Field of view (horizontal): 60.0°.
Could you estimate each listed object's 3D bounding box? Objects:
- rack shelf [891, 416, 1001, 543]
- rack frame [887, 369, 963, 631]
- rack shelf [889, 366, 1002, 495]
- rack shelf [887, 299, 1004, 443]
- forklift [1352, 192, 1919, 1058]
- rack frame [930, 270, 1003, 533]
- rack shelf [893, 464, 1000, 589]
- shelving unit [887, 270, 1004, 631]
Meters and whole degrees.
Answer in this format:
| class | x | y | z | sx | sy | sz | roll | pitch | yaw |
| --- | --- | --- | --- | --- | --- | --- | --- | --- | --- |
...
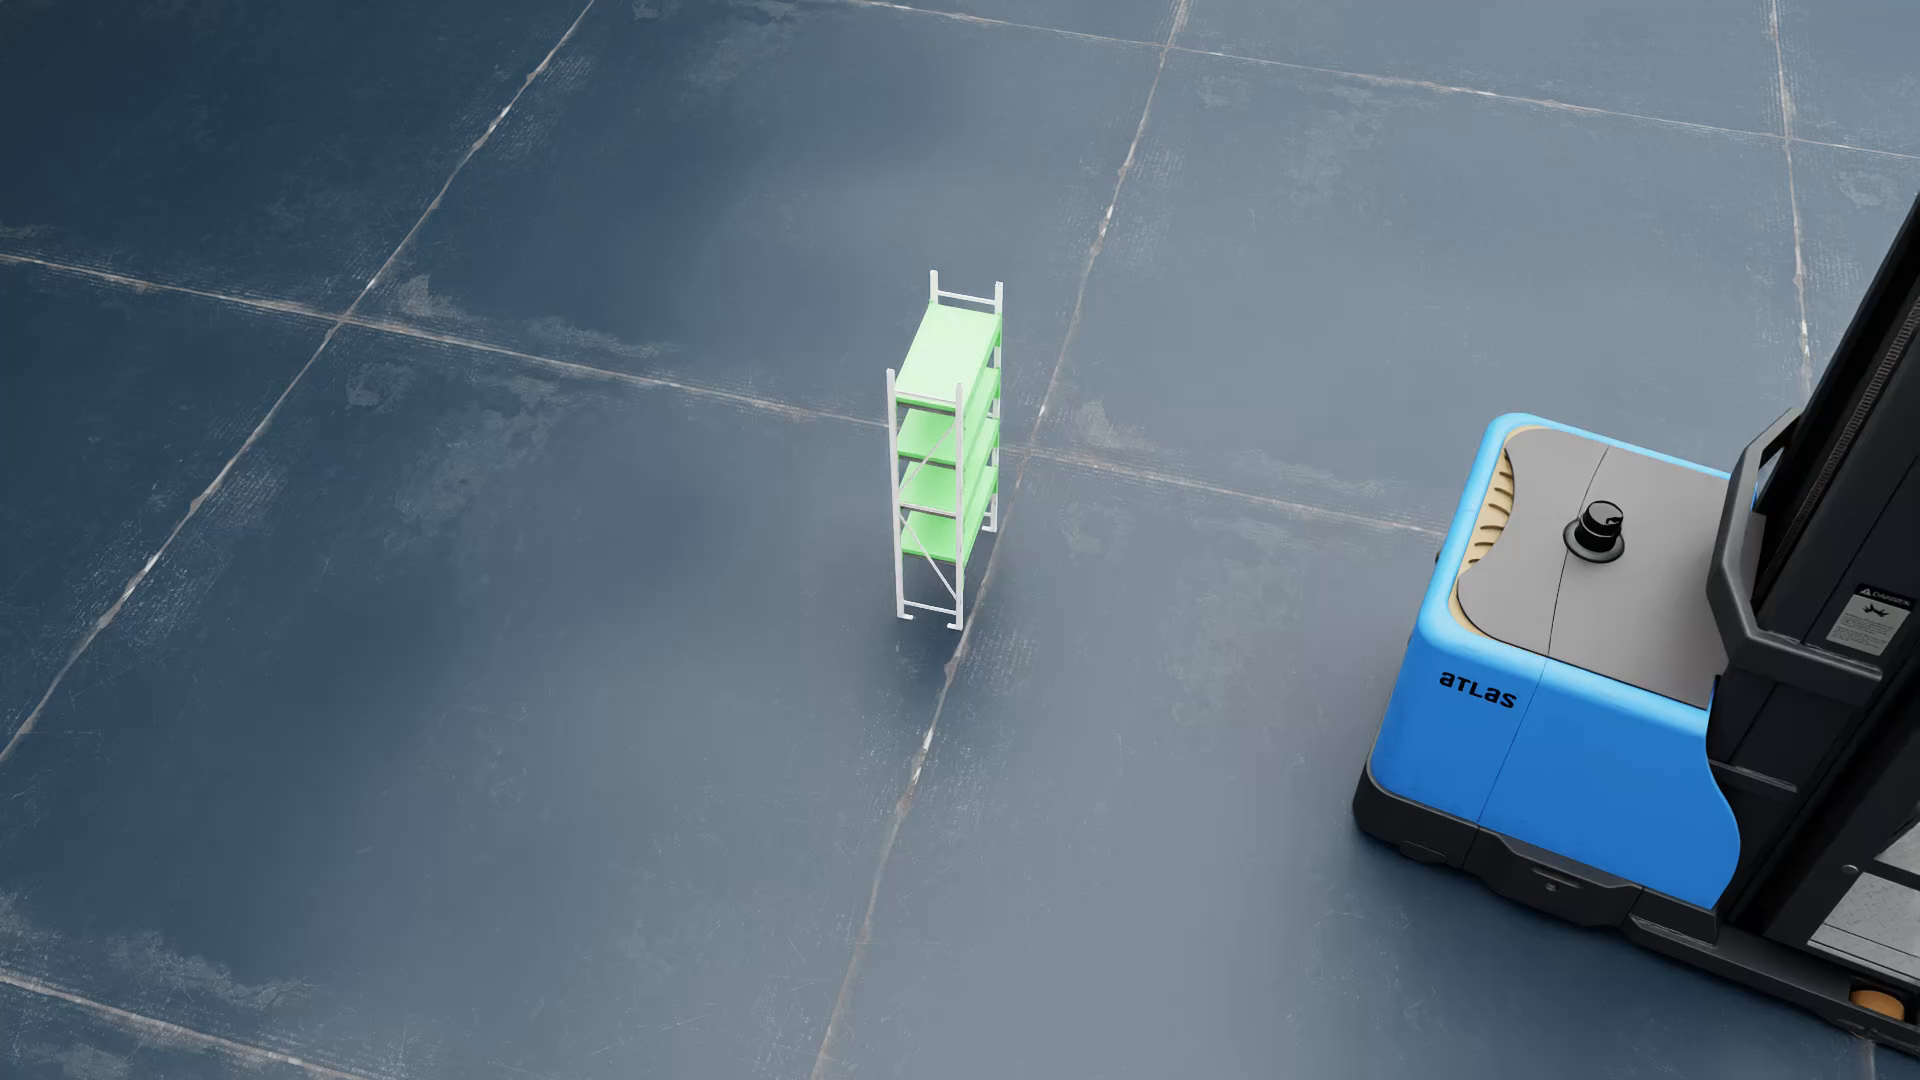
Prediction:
| class | x | y | z | sx | sy | sz | roll | pitch | yaw |
| --- | --- | --- | --- | --- | --- | --- | --- | --- | --- |
| rack shelf | -0.044 | -0.235 | 5.742 | 0.258 | 0.148 | 0.480 | 12 | 50 | 10 |
| rack frame | -0.108 | -0.101 | 5.539 | 0.240 | 1.200 | 0.015 | 12 | 50 | 10 |
| rack shelf | -0.044 | -0.394 | 5.562 | 0.258 | 0.148 | 0.480 | 12 | 50 | 10 |
| rack shelf | -0.044 | -0.553 | 5.383 | 0.258 | 0.148 | 0.480 | 12 | 50 | 10 |
| forklift | 2.829 | 0.119 | 4.190 | 3.031 | 2.935 | 1.130 | 19 | 51 | 16 |
| rack frame | 0.021 | -0.454 | 5.850 | 0.240 | 1.200 | 0.015 | 12 | 50 | 10 |
| rack shelf | -0.044 | -0.076 | 5.922 | 0.258 | 0.148 | 0.480 | 12 | 50 | 10 |
| shelving unit | -0.044 | -0.277 | 5.694 | 0.258 | 1.200 | 0.503 | 12 | 50 | 10 |
